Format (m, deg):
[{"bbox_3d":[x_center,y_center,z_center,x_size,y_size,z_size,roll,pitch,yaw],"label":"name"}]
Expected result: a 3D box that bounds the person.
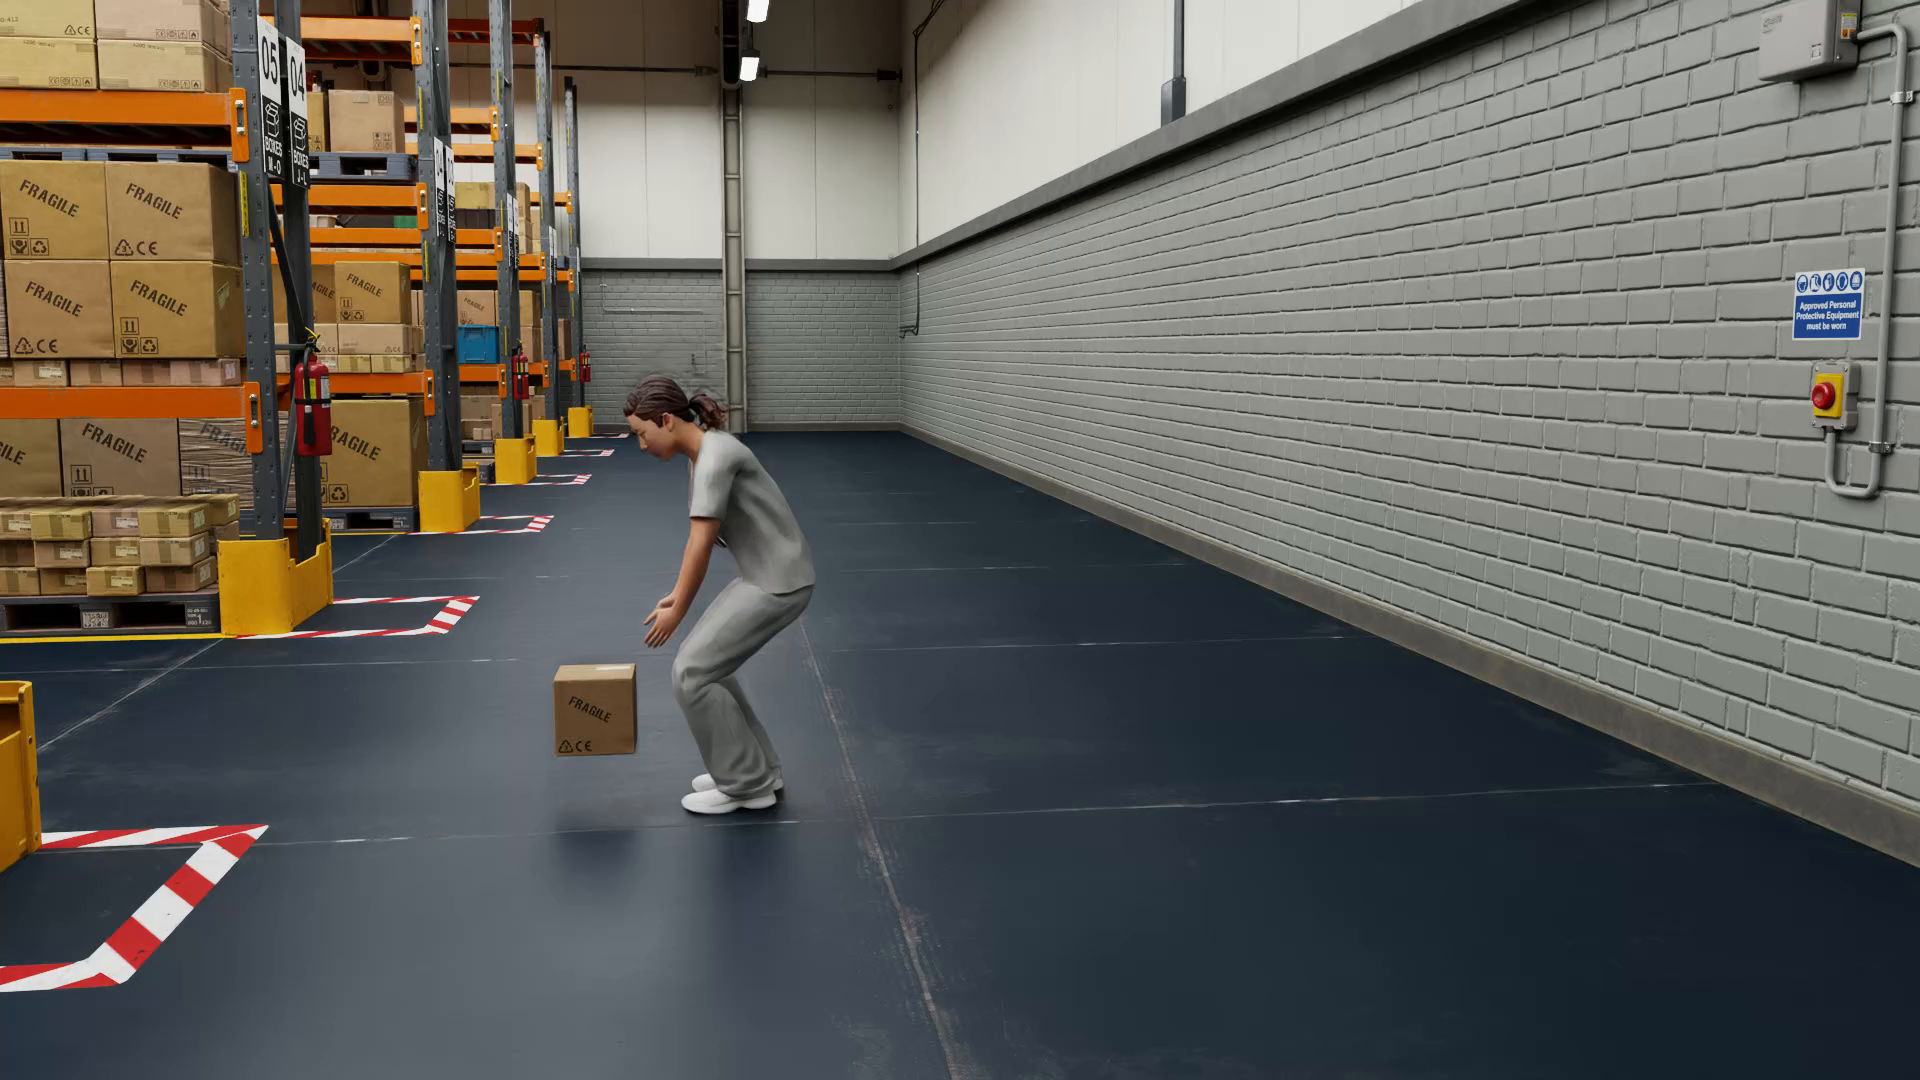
[{"bbox_3d":[-0.777,0.174,5.447,0.615,1.418,0.490,-1,7,-8],"label":"person"}]
